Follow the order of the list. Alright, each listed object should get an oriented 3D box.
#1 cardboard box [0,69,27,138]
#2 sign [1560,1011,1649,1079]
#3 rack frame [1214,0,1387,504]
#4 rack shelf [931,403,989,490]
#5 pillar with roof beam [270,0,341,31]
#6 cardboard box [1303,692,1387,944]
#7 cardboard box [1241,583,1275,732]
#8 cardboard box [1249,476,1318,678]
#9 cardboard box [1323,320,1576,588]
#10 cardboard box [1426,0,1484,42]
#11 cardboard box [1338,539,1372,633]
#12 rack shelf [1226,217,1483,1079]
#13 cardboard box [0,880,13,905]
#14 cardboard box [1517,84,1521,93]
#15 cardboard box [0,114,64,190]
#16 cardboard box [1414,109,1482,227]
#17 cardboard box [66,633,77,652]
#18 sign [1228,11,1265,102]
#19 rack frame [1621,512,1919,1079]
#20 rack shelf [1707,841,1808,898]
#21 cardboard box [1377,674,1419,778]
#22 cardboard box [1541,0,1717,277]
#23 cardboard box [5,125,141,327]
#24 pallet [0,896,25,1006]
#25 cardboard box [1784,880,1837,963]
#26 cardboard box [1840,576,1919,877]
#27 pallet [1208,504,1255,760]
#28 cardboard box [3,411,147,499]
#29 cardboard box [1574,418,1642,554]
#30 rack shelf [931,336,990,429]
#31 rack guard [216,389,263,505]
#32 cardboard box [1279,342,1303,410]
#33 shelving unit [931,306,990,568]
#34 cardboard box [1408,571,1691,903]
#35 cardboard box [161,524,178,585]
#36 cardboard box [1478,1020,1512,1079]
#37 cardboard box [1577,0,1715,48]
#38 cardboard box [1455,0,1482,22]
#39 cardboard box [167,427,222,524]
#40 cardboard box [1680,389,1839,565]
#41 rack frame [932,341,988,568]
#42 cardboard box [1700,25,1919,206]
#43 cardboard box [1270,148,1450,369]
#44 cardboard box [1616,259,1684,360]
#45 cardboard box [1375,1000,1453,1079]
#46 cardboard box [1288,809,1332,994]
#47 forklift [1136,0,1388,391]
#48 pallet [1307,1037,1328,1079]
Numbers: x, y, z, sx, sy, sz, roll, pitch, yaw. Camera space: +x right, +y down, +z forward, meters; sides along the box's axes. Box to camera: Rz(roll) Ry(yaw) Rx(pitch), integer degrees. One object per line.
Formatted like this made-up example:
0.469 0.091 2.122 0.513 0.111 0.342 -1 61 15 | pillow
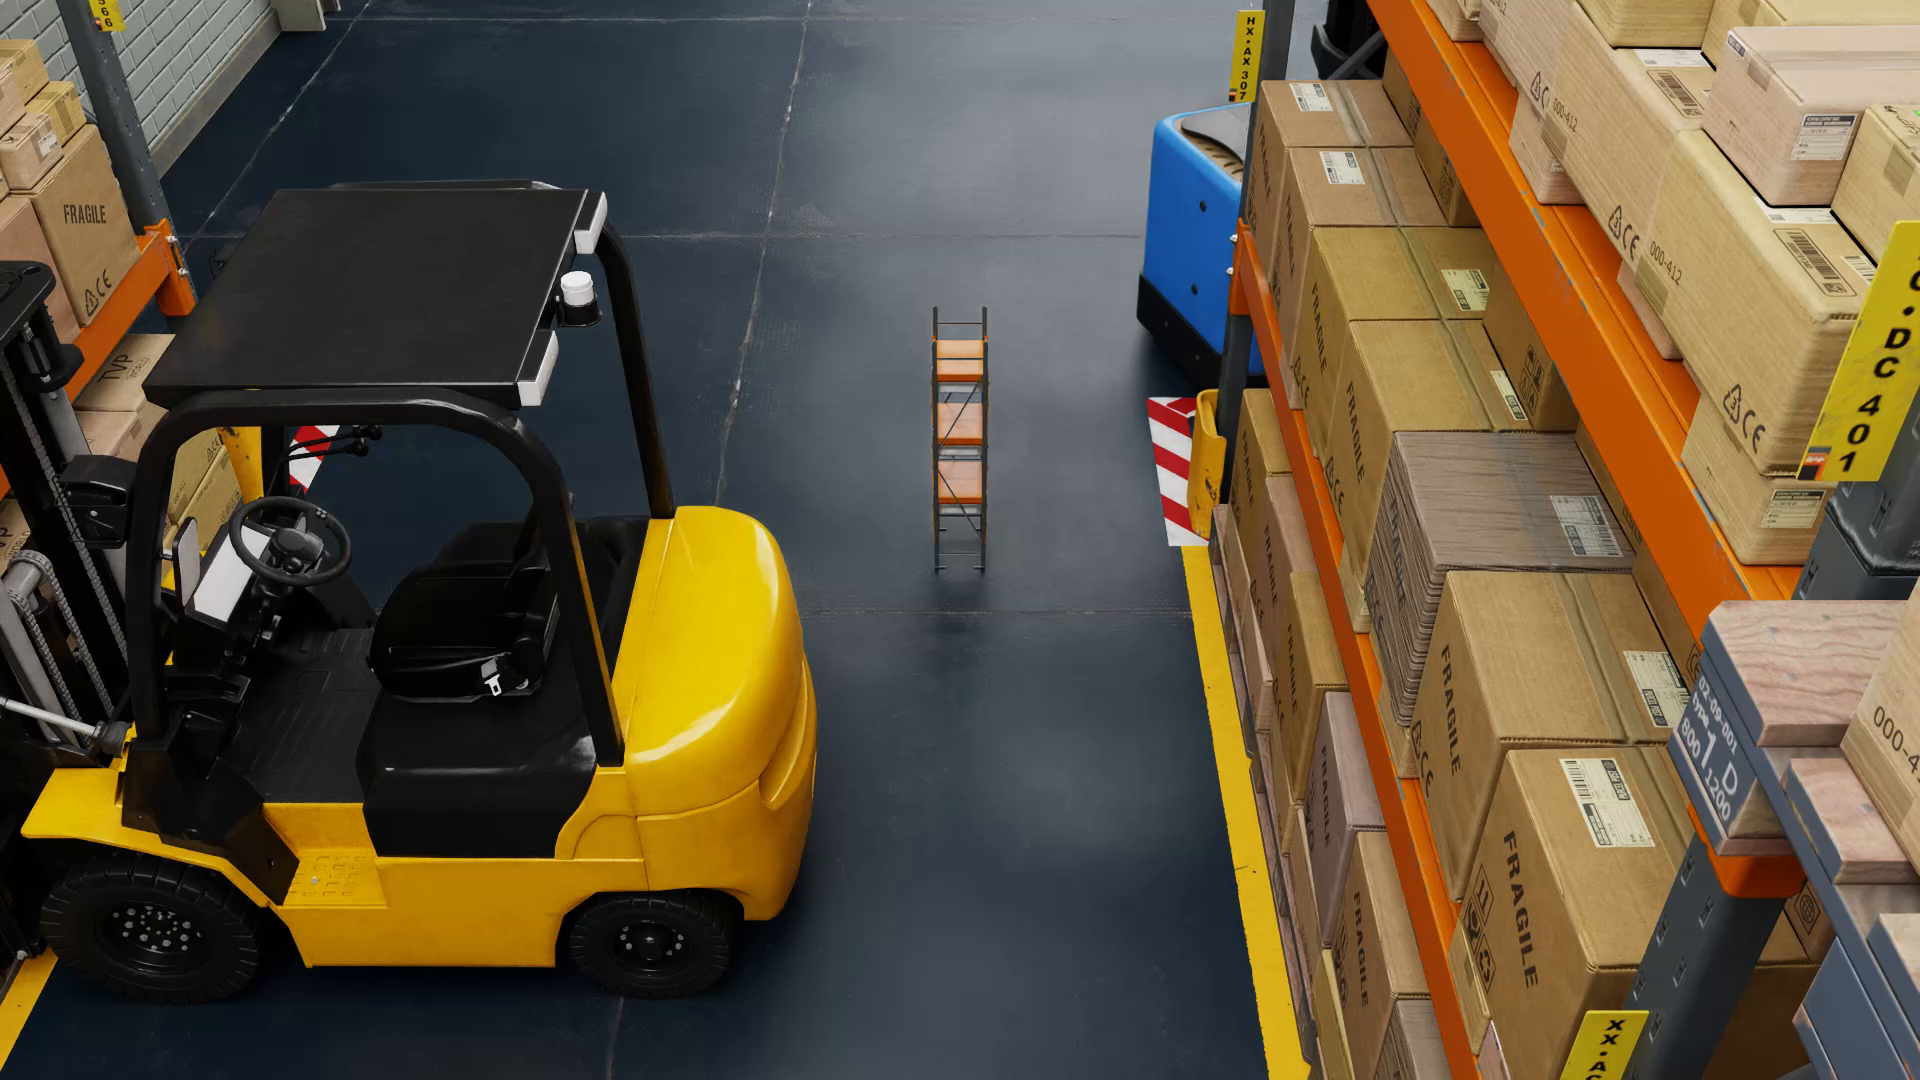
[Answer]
-3.186 -1.354 5.204 0.380 0.149 0.250 0 39 0 | cardboard box
0.997 0.839 2.612 0.100 0.325 0.005 0 39 0 | sign
1.535 -1.329 6.010 1.000 3.000 0.127 0 39 0 | rack frame
0.000 -0.368 6.387 0.215 0.259 0.240 0 39 0 | rack shelf
-0.031 -6.984 8.269 9.100 9.000 0.400 0 39 0 | pillar with roof beam
1.266 0.782 4.639 0.500 0.500 0.500 2 39 2 | cardboard box
1.252 0.404 5.711 0.500 0.250 0.500 1 39 2 | cardboard box
1.265 0.134 5.448 0.500 0.500 0.500 -1 39 -2 | cardboard box
1.272 -0.228 4.317 0.500 0.500 0.500 -1 39 -1 | cardboard box
1.257 -1.221 3.678 0.380 0.149 0.250 -1 39 -1 | cardboard box
1.223 0.113 4.411 0.380 0.149 0.250 0 39 0 | cardboard box
1.537 0.202 4.675 1.077 0.370 4.000 0 39 0 | rack shelf
-3.126 1.145 4.785 0.500 0.250 0.500 1 39 1 | cardboard box
1.331 -0.903 3.281 0.380 0.149 0.250 1 39 1 | cardboard box
-3.118 -1.239 5.299 0.380 0.149 0.250 1 39 1 | cardboard box
1.747 -1.239 4.780 0.700 0.500 0.500 0 39 0 | cardboard box
-3.104 0.331 5.401 0.500 0.250 0.500 -1 39 -1 | cardboard box
0.992 -1.667 5.739 0.100 0.325 0.005 0 39 0 | sign
1.539 1.172 2.889 1.000 3.000 0.127 0 39 0 | rack frame
1.542 1.533 0.615 1.077 0.370 4.000 0 39 0 | rack shelf
1.230 0.434 4.011 0.380 0.149 0.250 -1 39 -1 | cardboard box
1.268 -0.648 2.643 0.500 0.250 0.500 -1 39 -1 | cardboard box
-3.166 -1.055 5.588 0.500 0.500 0.500 -1 39 -1 | cardboard box
-3.388 1.004 5.328 1.003 0.211 1.213 0 39 0 | pallet
1.756 0.351 2.795 0.700 0.500 0.500 0 39 -1 | cardboard box
1.139 0.262 1.410 0.500 0.250 0.500 -1 39 -1 | cardboard box
1.500 0.314 6.189 1.003 0.211 1.213 0 39 0 | pallet
-3.110 -0.198 5.661 0.500 0.250 0.500 1 39 1 | cardboard box
1.803 -0.282 3.586 0.700 0.500 0.500 -1 39 -1 | cardboard box
0.000 -0.589 6.209 0.215 0.259 0.240 0 39 0 | rack shelf
-3.429 -0.363 6.803 1.175 0.500 0.348 0 39 0 | rack guard
1.216 -0.536 5.221 0.380 0.149 0.250 1 39 1 | cardboard box
0.000 -0.376 6.380 0.215 1.050 0.252 0 39 0 | shelving unit
1.283 0.417 3.513 0.500 0.500 0.500 1 39 1 | cardboard box
-3.121 0.190 5.977 0.500 0.250 0.500 0 39 0 | cardboard box
1.234 1.069 3.218 0.380 0.149 0.250 0 39 -1 | cardboard box
1.201 -0.897 2.635 0.380 0.149 0.250 1 39 1 | cardboard box
1.266 -1.284 3.438 0.500 0.250 0.500 1 39 1 | cardboard box
-3.116 -0.305 6.196 0.500 0.250 0.500 0 39 -1 | cardboard box
1.233 -0.098 2.276 0.380 0.149 0.250 0 39 0 | cardboard box
0.000 -0.300 6.285 0.200 1.050 0.008 0 39 0 | rack frame
1.244 -0.572 2.230 0.380 0.149 0.250 -1 39 -1 | cardboard box
1.262 -0.864 5.112 0.500 0.500 0.500 1 39 1 | cardboard box
1.297 -0.416 2.672 0.380 0.149 0.250 0 39 0 | cardboard box
1.270 1.419 3.844 0.500 0.500 0.500 -1 39 -1 | cardboard box
1.263 1.061 4.891 0.500 0.250 0.500 1 39 1 | cardboard box
2.416 -2.237 7.198 3.031 2.935 1.130 -14 41 -17 | forklift
1.503 1.840 4.285 1.003 0.211 1.213 0 39 0 | pallet
